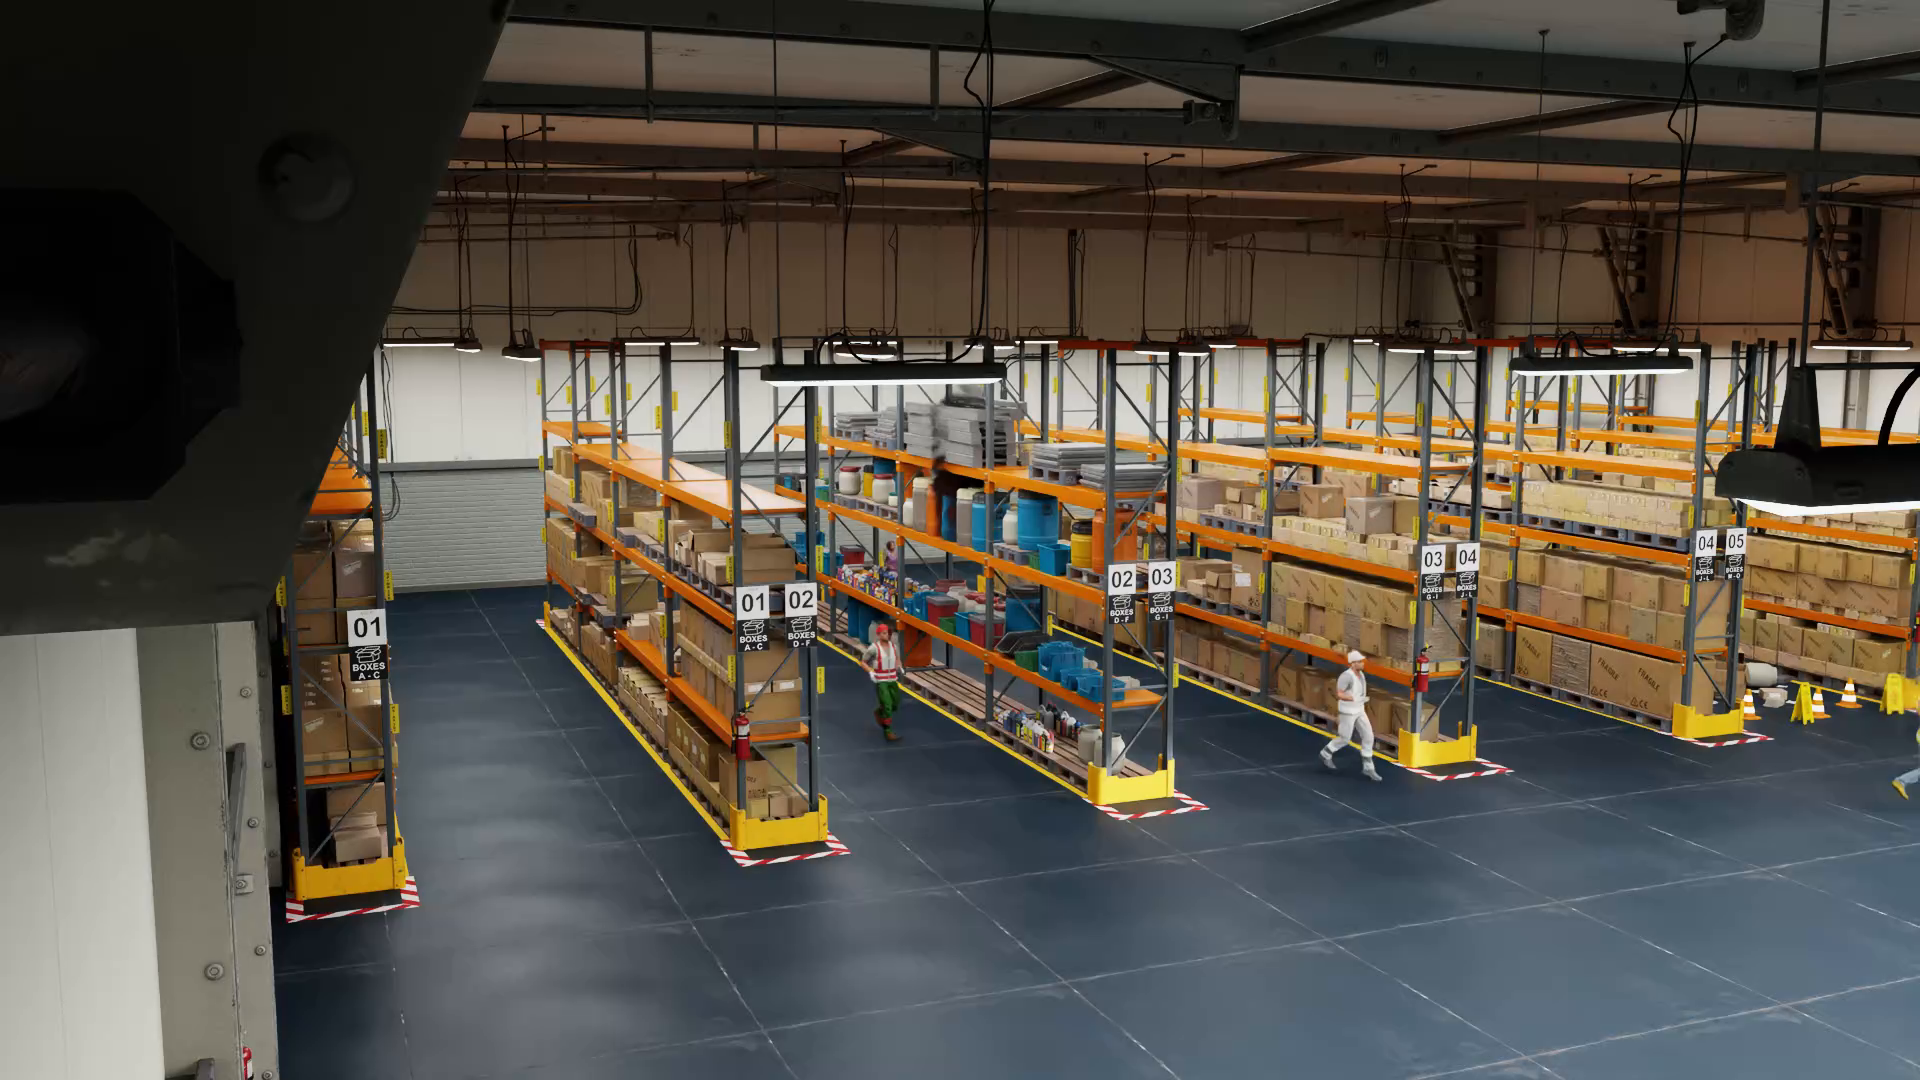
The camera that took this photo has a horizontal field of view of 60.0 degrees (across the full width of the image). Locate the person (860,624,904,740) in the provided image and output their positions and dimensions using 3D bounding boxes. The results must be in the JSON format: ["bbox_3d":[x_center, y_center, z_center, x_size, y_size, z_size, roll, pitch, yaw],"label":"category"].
[{"bbox_3d":[-1.177,2.157,25.498,0.663,1.748,0.780,-5,9,-34],"label":"person"}]

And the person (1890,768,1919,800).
[{"bbox_3d":[12.669,2.661,21.628,0.901,1.744,0.714,2,8,12],"label":"person"}]

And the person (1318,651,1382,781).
[{"bbox_3d":[5.462,2.427,23.263,0.688,1.797,0.962,-7,10,-43],"label":"person"}]

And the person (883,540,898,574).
[{"bbox_3d":[-1.531,0.785,36.651,0.546,1.575,0.859,-6,9,-38],"label":"person"}]
